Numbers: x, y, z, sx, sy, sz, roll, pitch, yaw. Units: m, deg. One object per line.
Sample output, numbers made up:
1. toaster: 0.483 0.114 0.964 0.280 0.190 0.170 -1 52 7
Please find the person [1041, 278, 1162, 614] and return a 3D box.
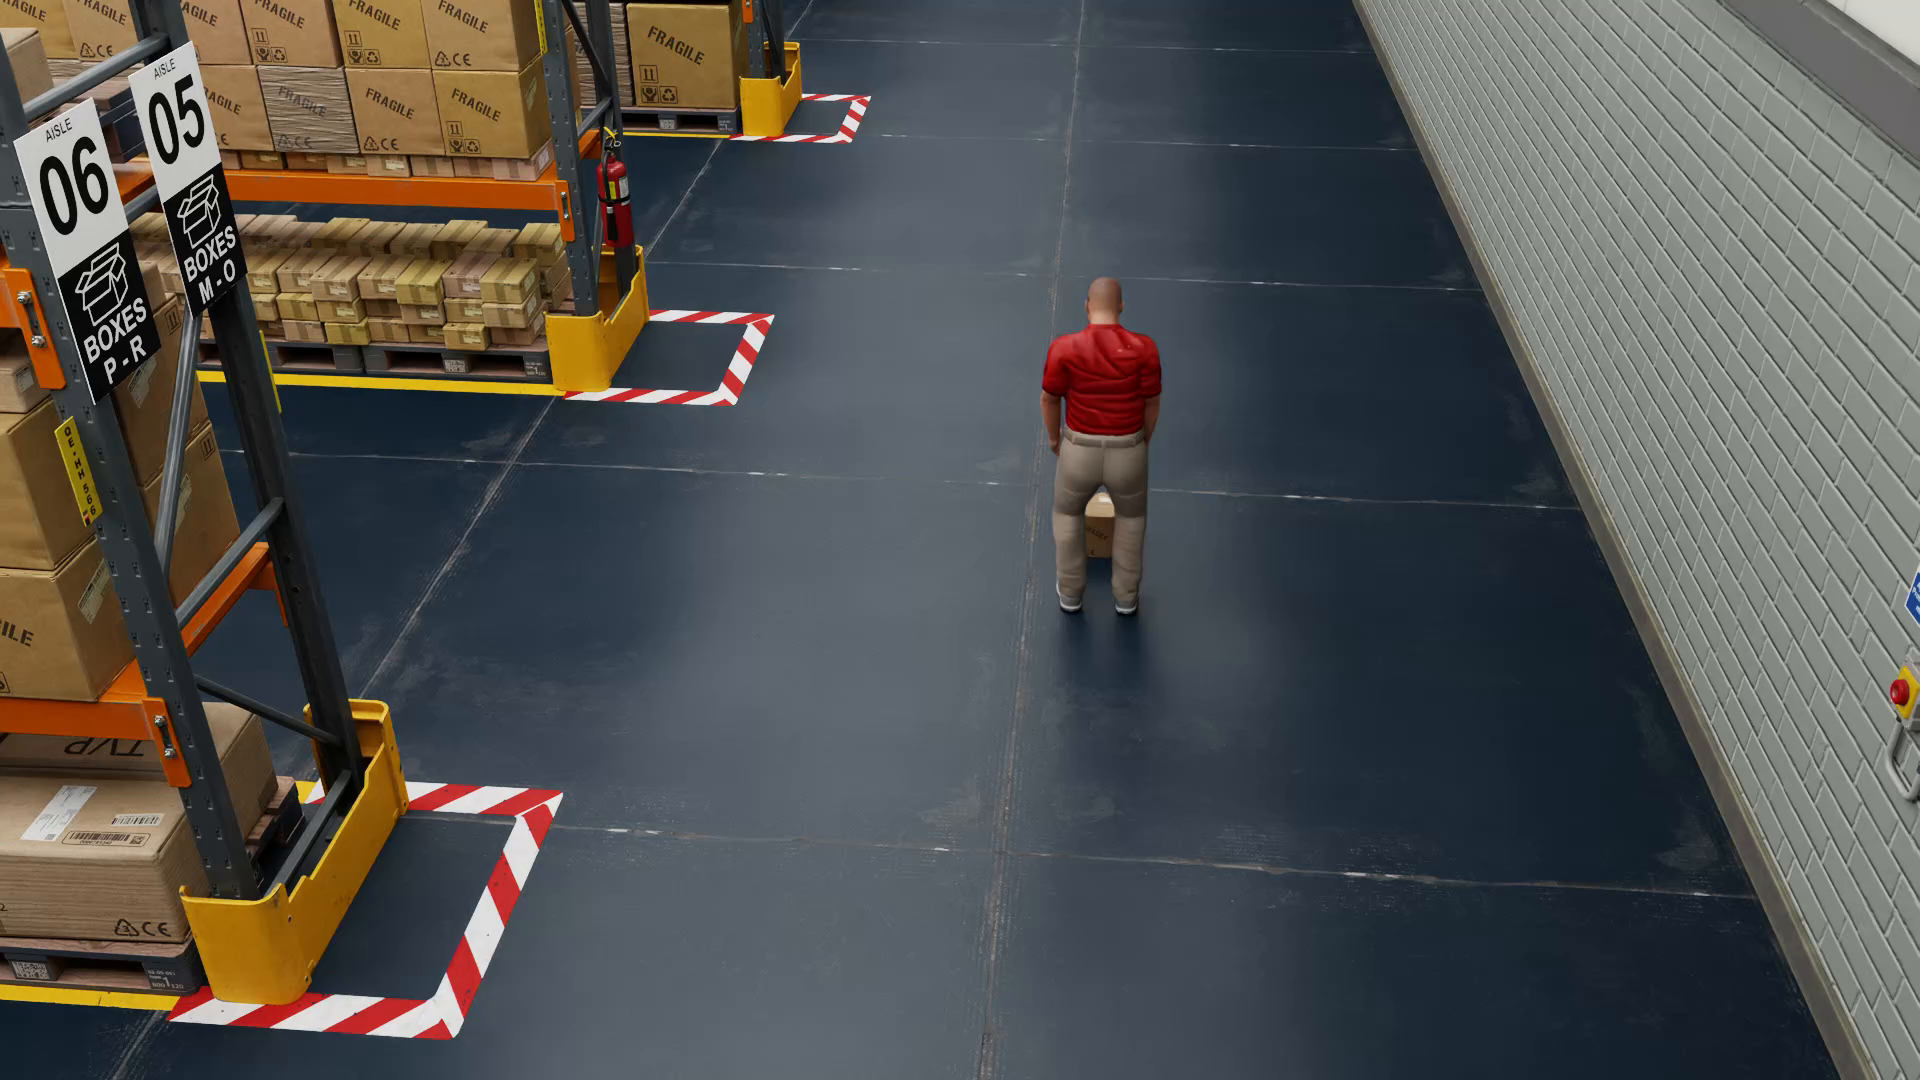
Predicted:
1. person: 0.655 -0.422 7.894 0.557 1.677 0.399 3 32 5
